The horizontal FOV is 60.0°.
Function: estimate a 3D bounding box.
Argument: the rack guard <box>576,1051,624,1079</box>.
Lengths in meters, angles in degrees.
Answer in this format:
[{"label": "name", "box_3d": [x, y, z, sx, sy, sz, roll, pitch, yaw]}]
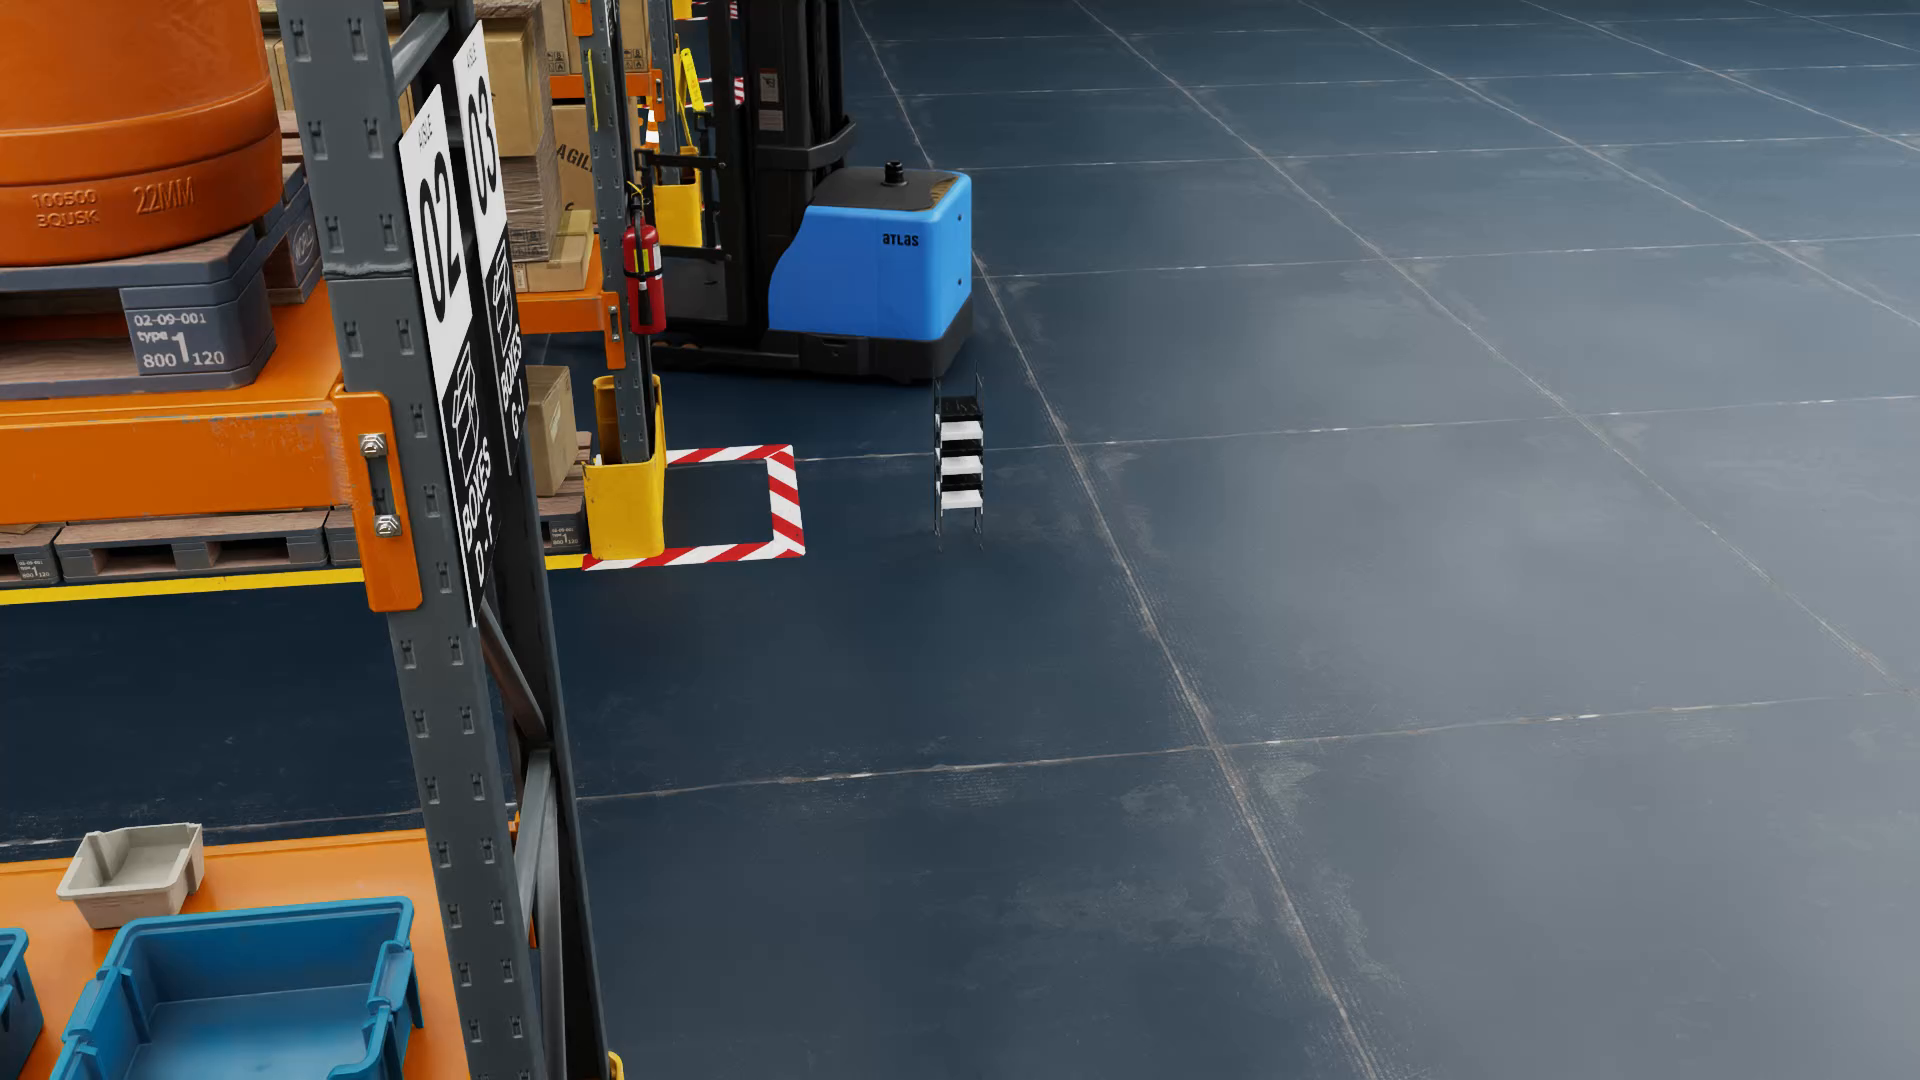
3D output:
[{"label": "rack guard", "box_3d": [-0.998, 1.867, 4.063, 0.348, 0.500, 1.175, -4, 27, -7]}]

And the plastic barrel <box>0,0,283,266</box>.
[{"label": "plastic barrel", "box_3d": [-1.393, -0.895, 2.493, 0.708, 0.830, 0.600, -4, 27, -7]}]

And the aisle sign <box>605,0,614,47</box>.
[{"label": "aisle sign", "box_3d": [-1.516, -2.535, 7.057, 0.004, 0.787, 0.394, -4, 27, -7]}]

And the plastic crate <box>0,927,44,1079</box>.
[{"label": "plastic crate", "box_3d": [-2.027, 1.001, 3.176, 0.408, 0.251, 0.499, -4, 27, -7]}]

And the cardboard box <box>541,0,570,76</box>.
[{"label": "cardboard box", "box_3d": [-3.113, -3.737, 12.082, 0.550, 0.550, 0.875, -4, 27, -7]}]

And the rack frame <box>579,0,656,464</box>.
[{"label": "rack frame", "box_3d": [-1.619, -1.510, 7.907, 0.127, 3.000, 1.000, -4, 27, -7]}]

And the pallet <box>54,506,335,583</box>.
[{"label": "pallet", "box_3d": [-3.710, -0.153, 8.317, 1.213, 0.211, 1.003, -4, 27, -7]}]

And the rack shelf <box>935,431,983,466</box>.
[{"label": "rack shelf", "box_3d": [-0.008, -0.450, 8.018, 0.200, 0.077, 0.258, -4, 27, -7]}]

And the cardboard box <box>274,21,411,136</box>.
[{"label": "cardboard box", "box_3d": [-2.624, -1.951, 7.235, 0.500, 0.500, 0.500, -4, 27, -7]}]

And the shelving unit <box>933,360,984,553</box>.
[{"label": "shelving unit", "box_3d": [-0.008, -0.400, 8.044, 0.210, 0.900, 0.258, -4, 27, -7]}]

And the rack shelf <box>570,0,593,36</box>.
[{"label": "rack shelf", "box_3d": [-3.600, -2.397, 7.139, 4.000, 0.370, 1.077, -4, 27, -7]}]

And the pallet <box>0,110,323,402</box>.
[{"label": "pallet", "box_3d": [-1.762, -0.513, 2.886, 1.213, 0.211, 1.003, -4, 27, -7]}]

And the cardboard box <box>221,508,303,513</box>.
[{"label": "cardboard box", "box_3d": [-3.450, -0.468, 8.154, 0.500, 0.500, 0.500, -1, 27, -2]}]

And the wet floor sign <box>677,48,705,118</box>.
[{"label": "wet floor sign", "box_3d": [-2.663, -4.471, 16.257, 0.232, 0.644, 0.267, 6, 28, 11]}]

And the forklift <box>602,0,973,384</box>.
[{"label": "forklift", "box_3d": [-1.485, -2.576, 10.060, 3.031, 2.935, 1.130, 6, 28, 11]}]

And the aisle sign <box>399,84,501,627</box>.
[{"label": "aisle sign", "box_3d": [-0.817, -0.298, 2.697, 0.004, 0.787, 0.394, -4, 27, -7]}]

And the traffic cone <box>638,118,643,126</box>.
[{"label": "traffic cone", "box_3d": [-3.246, -4.251, 16.028, 0.334, 0.463, 0.336, -4, 27, -7]}]

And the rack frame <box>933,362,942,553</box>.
[{"label": "rack frame", "box_3d": [-0.109, -0.393, 8.031, 0.006, 0.900, 0.240, -4, 27, -7]}]

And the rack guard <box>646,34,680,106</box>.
[{"label": "rack guard", "box_3d": [-3.075, -4.873, 17.200, 0.348, 0.500, 1.175, -4, 27, -7]}]

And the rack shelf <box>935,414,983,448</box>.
[{"label": "rack shelf", "box_3d": [-0.008, -0.530, 7.977, 0.200, 0.077, 0.258, -4, 27, -7]}]

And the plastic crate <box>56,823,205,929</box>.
[{"label": "plastic crate", "box_3d": [-1.860, 0.758, 3.776, 0.250, 0.136, 0.298, -4, 27, -7]}]

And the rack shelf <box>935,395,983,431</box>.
[{"label": "rack shelf", "box_3d": [-0.008, -0.610, 7.936, 0.200, 0.077, 0.258, -4, 27, -7]}]

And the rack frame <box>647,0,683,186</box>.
[{"label": "rack frame", "box_3d": [-2.210, -3.759, 12.290, 0.127, 3.000, 1.000, -4, 27, -7]}]

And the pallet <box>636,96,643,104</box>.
[{"label": "pallet", "box_3d": [-3.885, -4.709, 17.196, 1.213, 0.211, 1.003, -4, 27, -7]}]

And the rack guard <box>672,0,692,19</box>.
[{"label": "rack guard", "box_3d": [-3.672, -7.123, 21.585, 0.348, 0.500, 1.175, -4, 27, -7]}]

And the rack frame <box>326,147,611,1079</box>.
[{"label": "rack frame", "box_3d": [-0.929, 0.729, 3.544, 0.127, 3.000, 1.000, -4, 27, -7]}]

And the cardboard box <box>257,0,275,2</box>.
[{"label": "cardboard box", "box_3d": [-4.719, -4.119, 11.645, 0.550, 0.550, 0.875, -4, 27, -7]}]

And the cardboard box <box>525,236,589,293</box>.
[{"label": "cardboard box", "box_3d": [-1.873, -1.287, 7.748, 0.250, 0.149, 0.380, -4, 27, -7]}]

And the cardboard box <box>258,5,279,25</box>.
[{"label": "cardboard box", "box_3d": [-3.193, -2.159, 7.641, 0.500, 0.500, 0.500, -4, 27, -7]}]

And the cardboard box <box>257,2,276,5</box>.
[{"label": "cardboard box", "box_3d": [-4.715, -3.626, 11.867, 0.550, 0.550, 0.875, -4, 27, -7]}]

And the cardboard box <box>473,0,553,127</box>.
[{"label": "cardboard box", "box_3d": [-2.202, -2.220, 7.760, 0.500, 0.500, 0.500, -4, 27, -7]}]

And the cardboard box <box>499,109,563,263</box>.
[{"label": "cardboard box", "box_3d": [-2.168, -1.664, 7.773, 0.500, 0.500, 0.875, -4, 27, -7]}]

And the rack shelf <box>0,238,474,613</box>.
[{"label": "rack shelf", "box_3d": [-2.910, -0.158, 2.775, 4.000, 0.370, 1.077, -4, 27, -7]}]
